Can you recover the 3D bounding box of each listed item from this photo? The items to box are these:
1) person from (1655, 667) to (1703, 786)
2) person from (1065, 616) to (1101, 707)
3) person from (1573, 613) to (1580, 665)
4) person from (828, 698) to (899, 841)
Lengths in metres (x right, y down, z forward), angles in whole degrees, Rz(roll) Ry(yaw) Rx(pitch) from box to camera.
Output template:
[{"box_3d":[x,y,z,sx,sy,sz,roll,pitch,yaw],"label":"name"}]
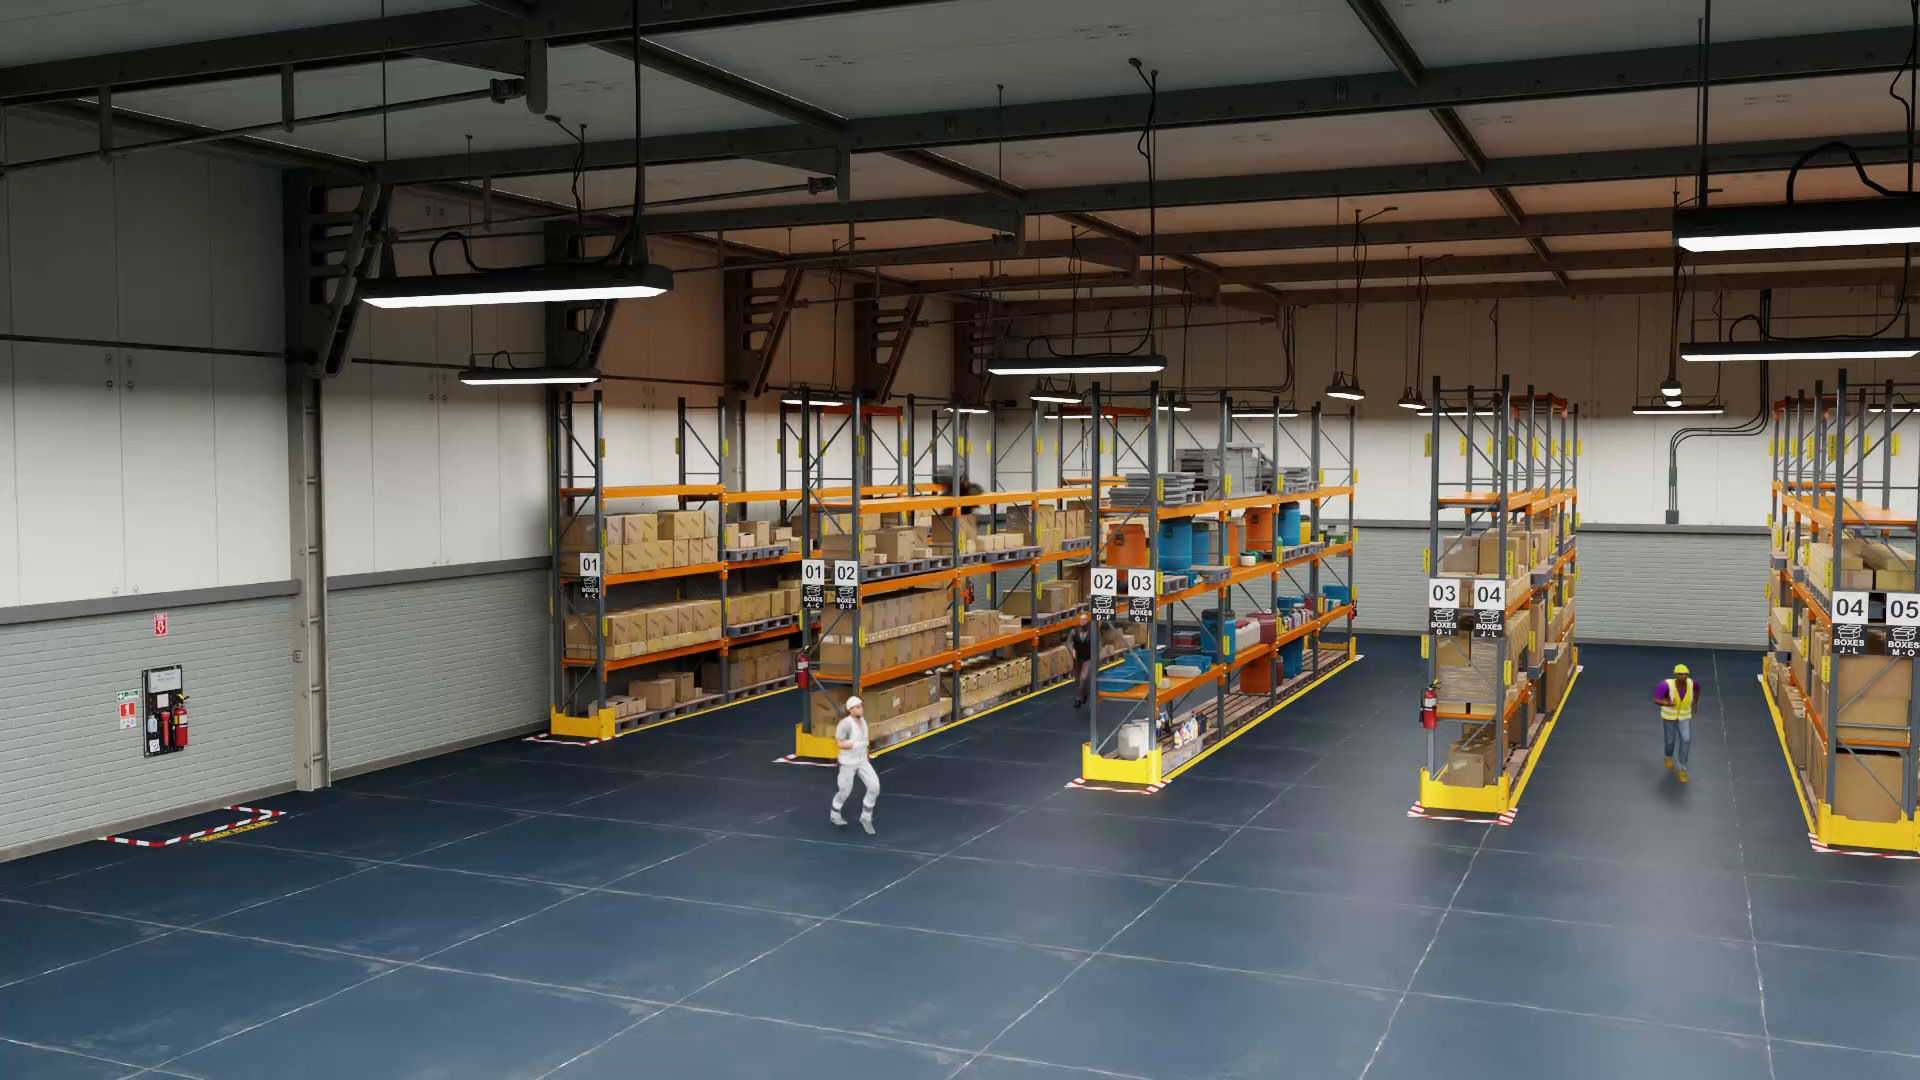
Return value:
[{"box_3d":[10.854,2.764,25.098,0.680,1.752,1.047,1,3,13],"label":"person"},{"box_3d":[2.226,2.211,30.363,0.672,1.667,0.508,1,3,15],"label":"person"},{"box_3d":[13.945,2.064,38.493,0.595,1.697,0.730,-3,4,-44],"label":"person"},{"box_3d":[-1.290,2.928,21.441,1.135,1.804,0.621,3,4,44],"label":"person"}]
